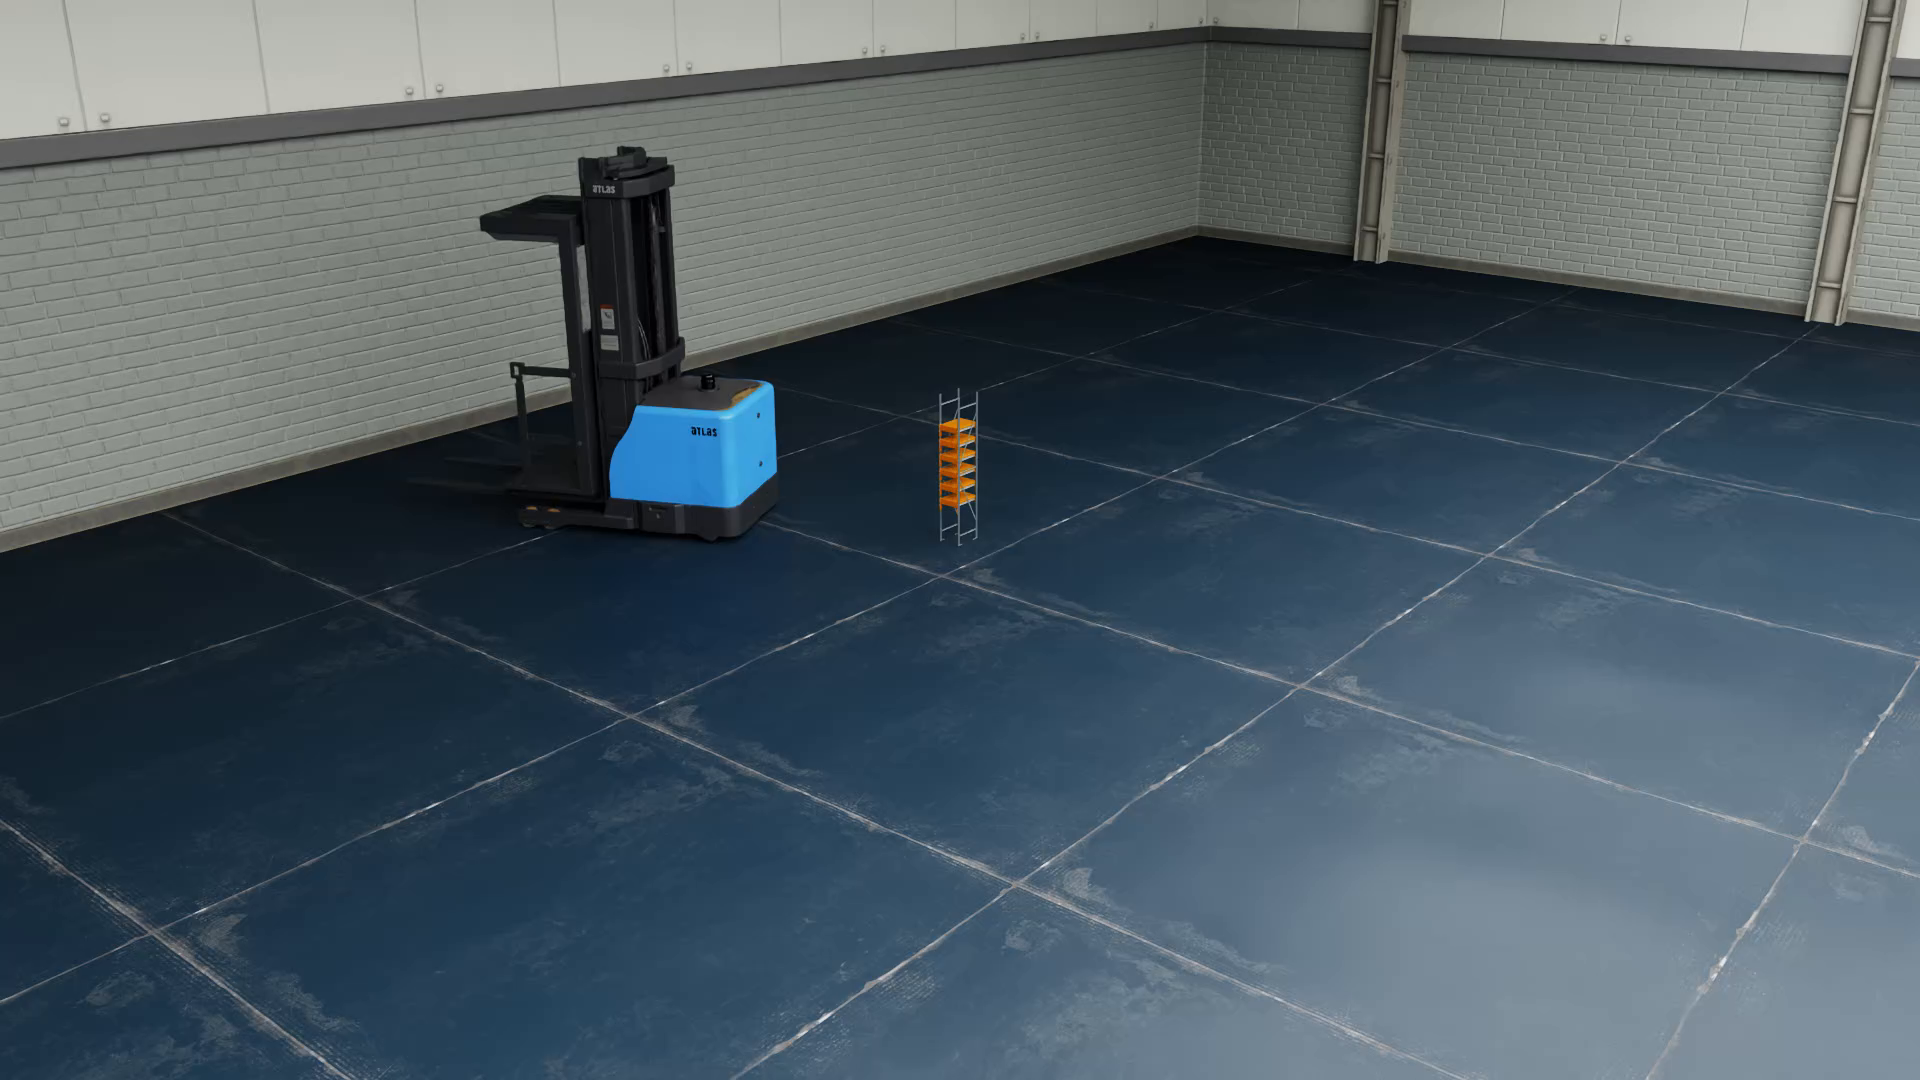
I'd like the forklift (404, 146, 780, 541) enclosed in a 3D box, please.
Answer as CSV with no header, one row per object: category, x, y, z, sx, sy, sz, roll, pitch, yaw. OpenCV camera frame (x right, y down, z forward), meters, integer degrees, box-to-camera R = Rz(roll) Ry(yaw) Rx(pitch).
forklift,-3.078,-1.630,13.336,3.031,2.935,1.130,5,21,13

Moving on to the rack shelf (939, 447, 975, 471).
rack shelf,-0.011,-0.635,12.938,0.180,0.103,0.258,16,26,36

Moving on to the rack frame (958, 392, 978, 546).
rack frame,0.060,-0.544,12.911,0.006,1.200,0.240,16,26,36

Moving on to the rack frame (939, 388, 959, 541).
rack frame,-0.082,-0.585,13.019,0.006,1.200,0.240,16,26,36

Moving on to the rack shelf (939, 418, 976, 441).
rack shelf,-0.011,-0.860,12.854,0.180,0.103,0.258,16,26,36

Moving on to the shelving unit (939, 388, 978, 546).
shelving unit,-0.011,-0.565,12.965,0.189,1.200,0.258,16,26,36

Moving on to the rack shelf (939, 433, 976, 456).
rack shelf,-0.011,-0.748,12.896,0.180,0.103,0.258,16,26,36

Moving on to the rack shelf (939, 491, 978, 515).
rack shelf,-0.011,-0.298,13.065,0.180,0.103,0.258,16,26,36

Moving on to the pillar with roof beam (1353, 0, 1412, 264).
pillar with roof beam,3.149,-7.034,19.068,0.400,9.000,9.100,16,26,36

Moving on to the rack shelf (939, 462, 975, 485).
rack shelf,-0.011,-0.523,12.981,0.180,0.103,0.258,16,26,36

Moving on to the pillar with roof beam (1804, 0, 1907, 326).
pillar with roof beam,7.798,-5.696,15.518,0.400,9.000,9.100,16,26,36

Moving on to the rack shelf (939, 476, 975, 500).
rack shelf,-0.011,-0.411,13.023,0.180,0.103,0.258,16,26,36
